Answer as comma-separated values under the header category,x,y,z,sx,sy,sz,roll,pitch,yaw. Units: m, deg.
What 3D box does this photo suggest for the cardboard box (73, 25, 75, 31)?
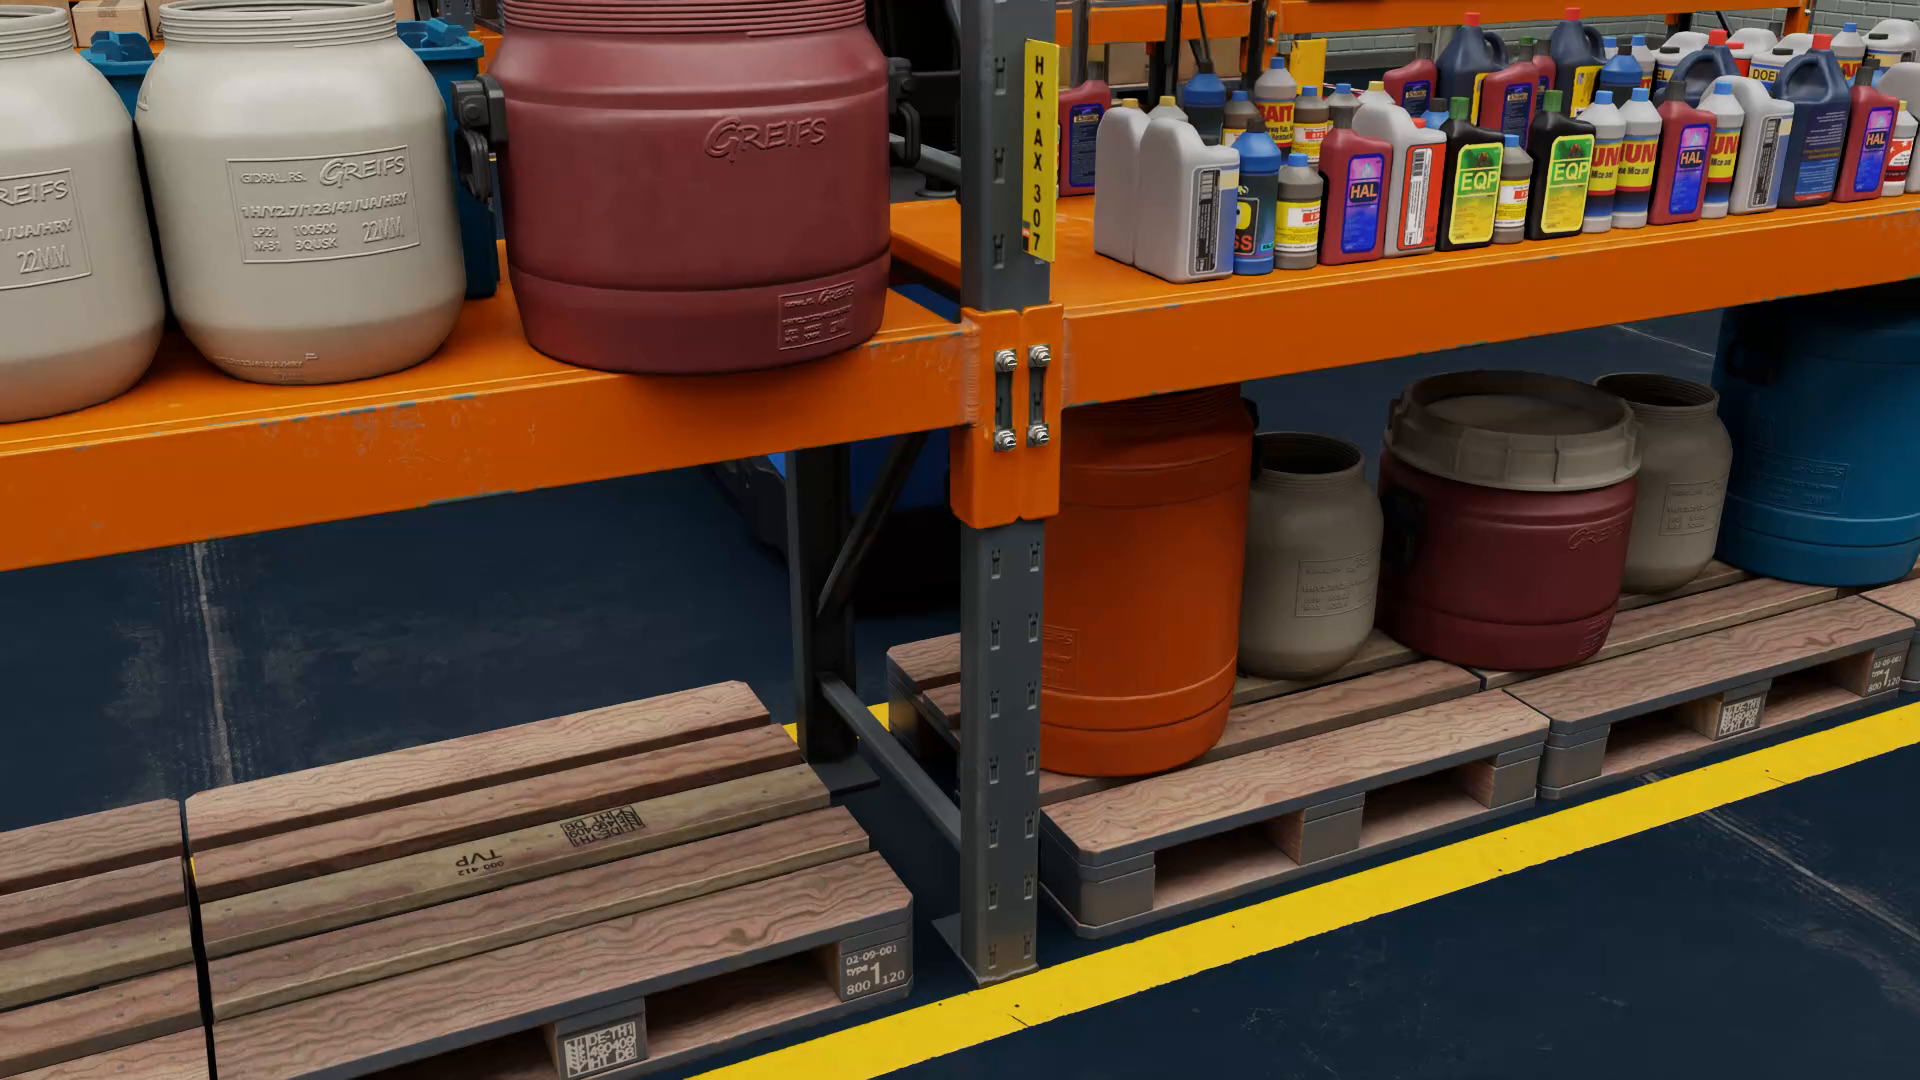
category,x,y,z,sx,sy,sz,roll,pitch,yaw
cardboard box,-5.586,-3.308,11.033,0.500,0.250,0.500,-10,24,-23

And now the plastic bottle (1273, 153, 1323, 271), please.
category,x,y,z,sx,sy,sz,roll,pitch,yaw
plastic bottle,0.612,-0.604,3.048,0.097,0.201,0.097,0,22,0

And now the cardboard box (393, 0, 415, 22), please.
category,x,y,z,sx,sy,sz,roll,pitch,yaw
cardboard box,-2.614,-2.331,7.076,0.500,0.311,0.500,-9,24,-20

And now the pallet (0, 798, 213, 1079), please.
category,x,y,z,sx,sy,sz,roll,pitch,yaw
pallet,-1.935,0.895,2.813,1.213,0.211,1.003,-10,25,-24

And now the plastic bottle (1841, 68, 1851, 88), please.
category,x,y,z,sx,sy,sz,roll,pitch,yaw
plastic bottle,1.914,-0.902,3.676,0.097,0.271,0.097,0,22,0

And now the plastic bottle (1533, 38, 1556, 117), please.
category,x,y,z,sx,sy,sz,roll,pitch,yaw
plastic bottle,1.401,-1.091,4.117,0.133,0.283,0.061,-10,25,-24

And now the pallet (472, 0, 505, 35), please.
category,x,y,z,sx,sy,sz,roll,pitch,yaw
pallet,-1.687,-2.465,7.535,1.003,0.211,1.213,-10,25,-24

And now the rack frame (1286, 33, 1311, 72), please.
category,x,y,z,sx,sy,sz,roll,pitch,yaw
rack frame,2.790,-5.451,14.497,0.127,3.000,1.000,-10,25,-24

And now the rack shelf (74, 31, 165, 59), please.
category,x,y,z,sx,sy,sz,roll,pitch,yaw
rack shelf,-4.069,-1.753,6.504,4.000,0.370,1.077,-10,25,-24

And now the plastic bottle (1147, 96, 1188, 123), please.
category,x,y,z,sx,sy,sz,roll,pitch,yaw
plastic bottle,0.465,-0.899,3.760,0.097,0.201,0.097,0,22,0

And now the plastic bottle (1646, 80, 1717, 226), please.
category,x,y,z,sx,sy,sz,roll,pitch,yaw
plastic bottle,1.469,-0.792,3.394,0.133,0.283,0.061,-10,25,-24

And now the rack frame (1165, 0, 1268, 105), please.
category,x,y,z,sx,sy,sz,roll,pitch,yaw
rack frame,0.620,-0.767,4.315,0.015,2.100,0.400,-11,28,-23

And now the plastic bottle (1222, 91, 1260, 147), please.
category,x,y,z,sx,sy,sz,roll,pitch,yaw
plastic bottle,0.641,-0.932,3.838,0.097,0.201,0.097,0,22,0

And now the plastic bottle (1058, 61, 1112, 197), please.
category,x,y,z,sx,sy,sz,roll,pitch,yaw
plastic bottle,0.265,-0.908,3.675,0.133,0.283,0.061,-10,25,-24

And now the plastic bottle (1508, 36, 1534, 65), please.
category,x,y,z,sx,sy,sz,roll,pitch,yaw
plastic bottle,1.374,-1.112,4.168,0.133,0.283,0.061,-10,25,-24

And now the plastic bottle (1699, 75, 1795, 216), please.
category,x,y,z,sx,sy,sz,roll,pitch,yaw
plastic bottle,1.658,-0.843,3.526,0.135,0.276,0.152,-10,25,-24

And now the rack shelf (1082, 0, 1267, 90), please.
category,x,y,z,sx,sy,sz,roll,pitch,yaw
rack shelf,0.408,-1.344,3.925,0.480,0.518,0.431,-11,28,-23

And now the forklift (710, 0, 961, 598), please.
category,x,y,z,sx,sy,sz,roll,pitch,yaw
forklift,-0.433,-1.723,5.581,1.130,2.935,3.031,-8,24,-19

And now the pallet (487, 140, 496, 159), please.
category,x,y,z,sx,sy,sz,roll,pitch,yaw
pallet,-3.676,-2.940,12.077,1.213,0.211,1.003,-10,25,-24

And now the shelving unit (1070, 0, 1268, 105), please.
category,x,y,z,sx,sy,sz,roll,pitch,yaw
shelving unit,0.400,-0.724,4.219,0.503,2.100,0.431,-11,28,-23

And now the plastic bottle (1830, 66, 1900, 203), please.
category,x,y,z,sx,sy,sz,roll,pitch,yaw
plastic bottle,1.965,-0.883,3.615,0.133,0.283,0.061,-10,25,-24

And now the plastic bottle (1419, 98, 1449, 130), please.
category,x,y,z,sx,sy,sz,roll,pitch,yaw
plastic bottle,0.915,-0.718,3.231,0.097,0.271,0.097,0,22,0

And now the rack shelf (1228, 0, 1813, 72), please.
category,x,y,z,sx,sy,sz,roll,pitch,yaw
rack shelf,3.140,-3.080,9.710,4.000,0.370,1.077,-10,25,-24

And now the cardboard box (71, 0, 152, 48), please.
category,x,y,z,sx,sy,sz,roll,pitch,yaw
cardboard box,-3.391,-2.070,6.658,0.250,0.149,0.380,-9,24,-20

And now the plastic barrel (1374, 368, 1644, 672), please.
category,x,y,z,sx,sy,sz,roll,pitch,yaw
plastic barrel,1.329,-0.064,4.086,0.708,0.588,0.600,-10,25,-24

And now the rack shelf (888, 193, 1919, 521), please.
category,x,y,z,sx,sy,sz,roll,pitch,yaw
rack shelf,1.680,-0.709,3.982,4.000,0.370,1.077,-10,25,-24

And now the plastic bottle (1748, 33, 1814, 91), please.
category,x,y,z,sx,sy,sz,roll,pitch,yaw
plastic bottle,2.132,-1.164,4.303,0.135,0.276,0.152,-10,25,-24

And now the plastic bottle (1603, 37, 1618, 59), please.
category,x,y,z,sx,sy,sz,roll,pitch,yaw
plastic bottle,1.653,-1.150,4.275,0.097,0.271,0.097,0,22,0

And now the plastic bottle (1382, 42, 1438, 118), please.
category,x,y,z,sx,sy,sz,roll,pitch,yaw
plastic bottle,1.087,-1.060,4.040,0.133,0.283,0.061,-10,25,-24

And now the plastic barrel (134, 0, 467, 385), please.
category,x,y,z,sx,sy,sz,roll,pitch,yaw
plastic barrel,-0.956,-0.517,2.431,0.421,0.512,0.421,0,22,0

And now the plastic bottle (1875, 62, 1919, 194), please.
category,x,y,z,sx,sy,sz,roll,pitch,yaw
plastic bottle,2.154,-0.934,3.747,0.135,0.276,0.152,-10,25,-24

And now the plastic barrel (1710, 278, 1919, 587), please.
category,x,y,z,sx,sy,sz,roll,pitch,yaw
plastic barrel,2.347,-0.396,4.479,0.708,0.901,0.600,-10,25,-24

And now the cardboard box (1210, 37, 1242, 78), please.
category,x,y,z,sx,sy,sz,roll,pitch,yaw
cardboard box,2.202,-4.339,14.531,0.500,0.500,0.700,-10,25,-24

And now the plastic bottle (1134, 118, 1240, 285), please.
category,x,y,z,sx,sy,sz,roll,pitch,yaw
plastic bottle,0.408,-0.613,2.971,0.135,0.276,0.152,-10,25,-24

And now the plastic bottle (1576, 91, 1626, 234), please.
category,x,y,z,sx,sy,sz,roll,pitch,yaw
plastic bottle,1.270,-0.758,3.327,0.097,0.271,0.097,0,22,0

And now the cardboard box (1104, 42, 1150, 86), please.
category,x,y,z,sx,sy,sz,roll,pitch,yaw
cardboard box,1.299,-4.173,14.128,0.500,0.500,0.700,-11,25,-25

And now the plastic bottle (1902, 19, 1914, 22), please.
category,x,y,z,sx,sy,sz,roll,pitch,yaw
plastic bottle,2.663,-1.336,4.725,0.097,0.271,0.097,0,22,0

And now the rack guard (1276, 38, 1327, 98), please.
category,x,y,z,sx,sy,sz,roll,pitch,yaw
rack guard,2.811,-4.300,14.984,0.348,0.500,1.175,-10,25,-24

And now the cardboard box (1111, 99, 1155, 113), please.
category,x,y,z,sx,sy,sz,roll,pitch,yaw
cardboard box,0.796,-2.133,9.174,0.500,0.500,0.500,-12,25,-26

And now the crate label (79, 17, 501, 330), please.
category,x,y,z,sx,sy,sz,roll,pitch,yaw
crate label,-1.134,-0.654,2.863,0.616,0.435,0.502,-10,25,-24

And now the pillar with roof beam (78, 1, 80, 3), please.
category,x,y,z,sx,sy,sz,roll,pitch,yaw
pillar with roof beam,-4.098,-5.495,6.758,0.400,9.000,9.100,-10,25,-24

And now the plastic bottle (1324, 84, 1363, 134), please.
category,x,y,z,sx,sy,sz,roll,pitch,yaw
plastic bottle,0.904,-0.980,3.956,0.097,0.201,0.097,0,22,0

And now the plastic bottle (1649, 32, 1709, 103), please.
category,x,y,z,sx,sy,sz,roll,pitch,yaw
plastic bottle,1.857,-1.178,4.337,0.135,0.276,0.152,-10,25,-24

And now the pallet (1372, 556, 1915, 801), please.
category,x,y,z,sx,sy,sz,roll,pitch,yaw
pallet,1.668,0.233,4.412,1.213,0.211,1.003,-10,25,-24

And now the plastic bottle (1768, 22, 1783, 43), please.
category,x,y,z,sx,sy,sz,roll,pitch,yaw
plastic bottle,2.167,-1.258,4.520,0.133,0.283,0.061,-10,25,-24

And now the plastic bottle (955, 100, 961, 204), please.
category,x,y,z,sx,sy,sz,roll,pitch,yaw
plastic bottle,0.058,-0.870,3.582,0.133,0.283,0.061,-10,25,-24

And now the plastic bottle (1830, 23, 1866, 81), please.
category,x,y,z,sx,sy,sz,roll,pitch,yaw
plastic bottle,2.454,-1.298,4.632,0.097,0.271,0.097,0,22,0

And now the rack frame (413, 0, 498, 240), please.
category,x,y,z,sx,sy,sz,roll,pitch,yaw
rack frame,-2.267,-2.417,7.168,0.127,3.000,1.000,-10,25,-24

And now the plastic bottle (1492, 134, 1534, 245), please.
category,x,y,z,sx,sy,sz,roll,pitch,yaw
plastic bottle,1.062,-0.687,3.247,0.097,0.201,0.097,0,22,0

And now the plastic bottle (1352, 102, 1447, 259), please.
category,x,y,z,sx,sy,sz,roll,pitch,yaw
plastic bottle,0.825,-0.690,3.156,0.135,0.276,0.152,-10,25,-24

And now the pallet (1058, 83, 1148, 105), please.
category,x,y,z,sx,sy,sz,roll,pitch,yaw
pallet,1.006,-3.802,14.159,1.213,0.211,1.003,-10,25,-24

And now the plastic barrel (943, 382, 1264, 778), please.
category,x,y,z,sx,sy,sz,roll,pitch,yaw
plastic barrel,0.311,0.012,3.588,0.708,0.830,0.600,-10,25,-24
